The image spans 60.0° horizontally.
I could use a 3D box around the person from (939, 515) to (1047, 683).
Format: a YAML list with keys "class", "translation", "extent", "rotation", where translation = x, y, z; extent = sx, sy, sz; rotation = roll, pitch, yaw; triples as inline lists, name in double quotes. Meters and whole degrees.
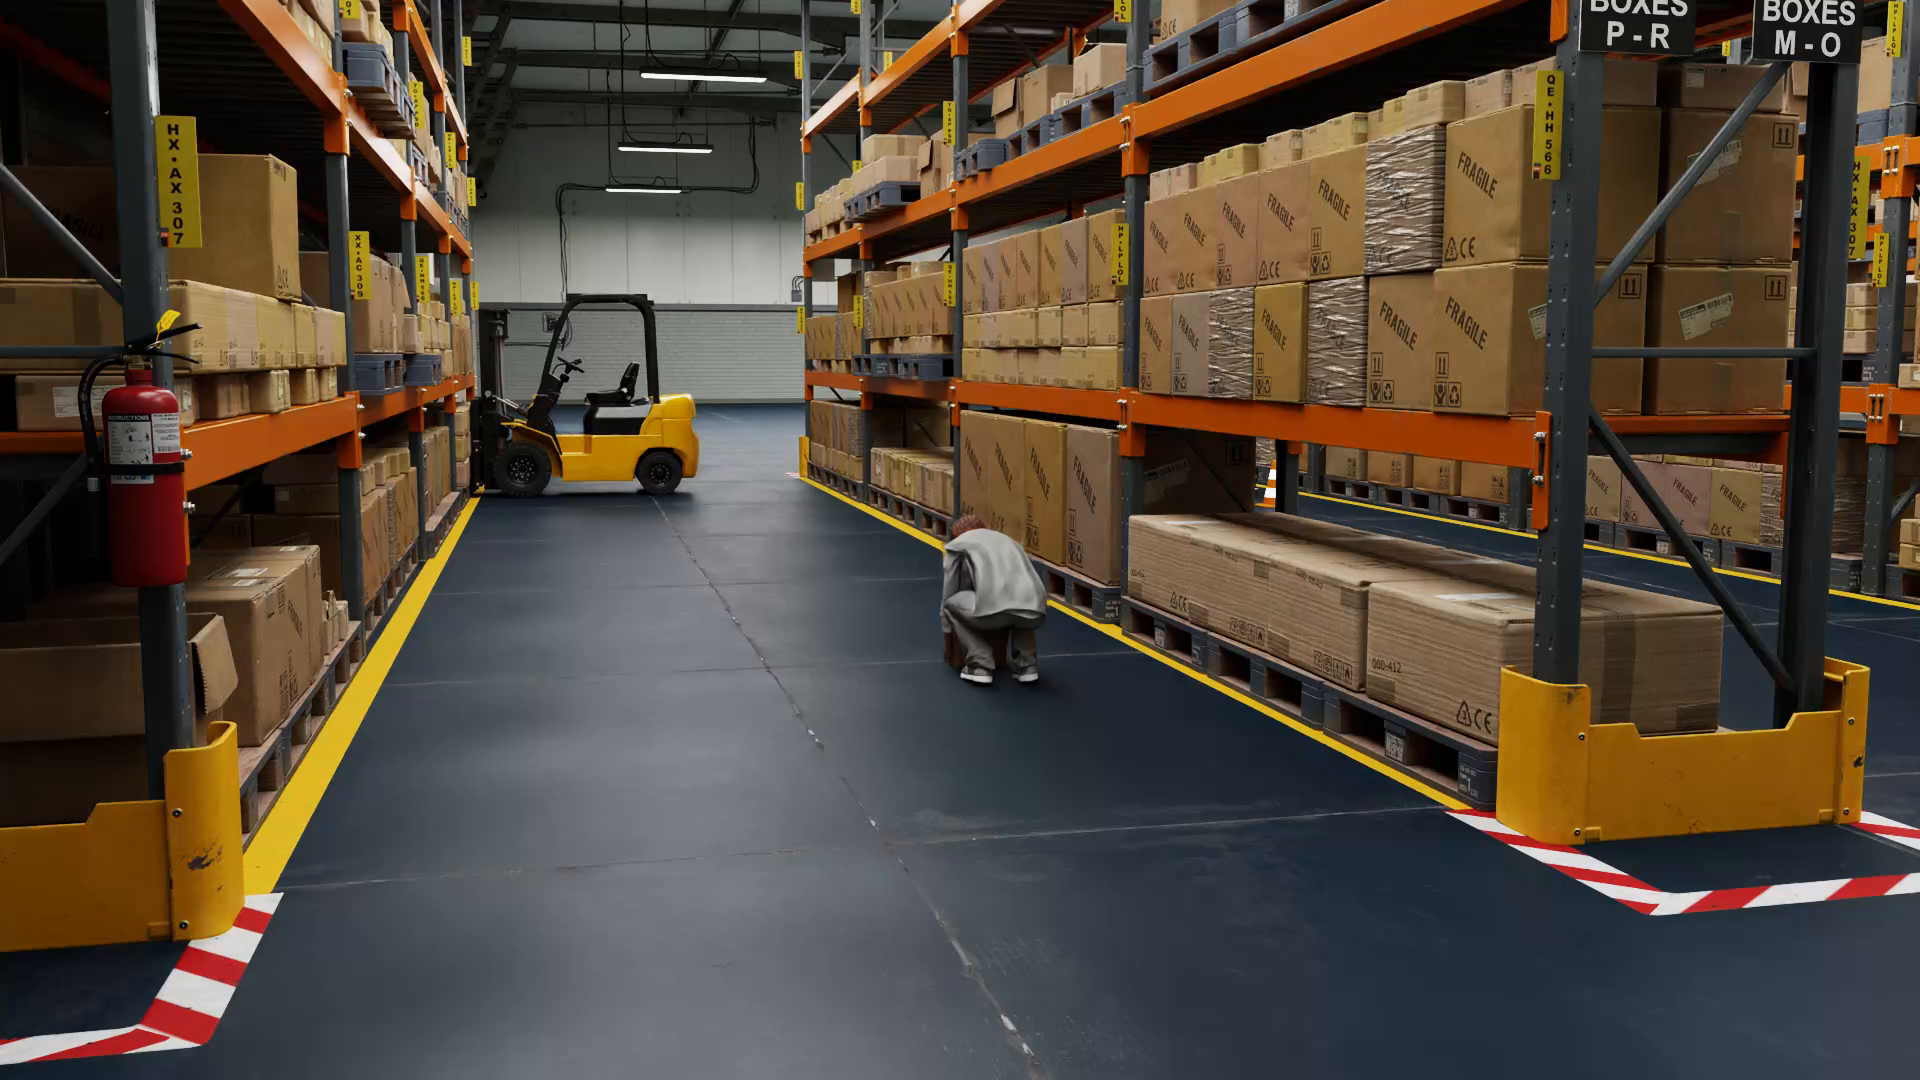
- class: "person"
  translation: [0.152, 0.293, 7.805]
  extent: [0.436, 0.761, 0.814]
  rotation: [-1, 6, -13]
